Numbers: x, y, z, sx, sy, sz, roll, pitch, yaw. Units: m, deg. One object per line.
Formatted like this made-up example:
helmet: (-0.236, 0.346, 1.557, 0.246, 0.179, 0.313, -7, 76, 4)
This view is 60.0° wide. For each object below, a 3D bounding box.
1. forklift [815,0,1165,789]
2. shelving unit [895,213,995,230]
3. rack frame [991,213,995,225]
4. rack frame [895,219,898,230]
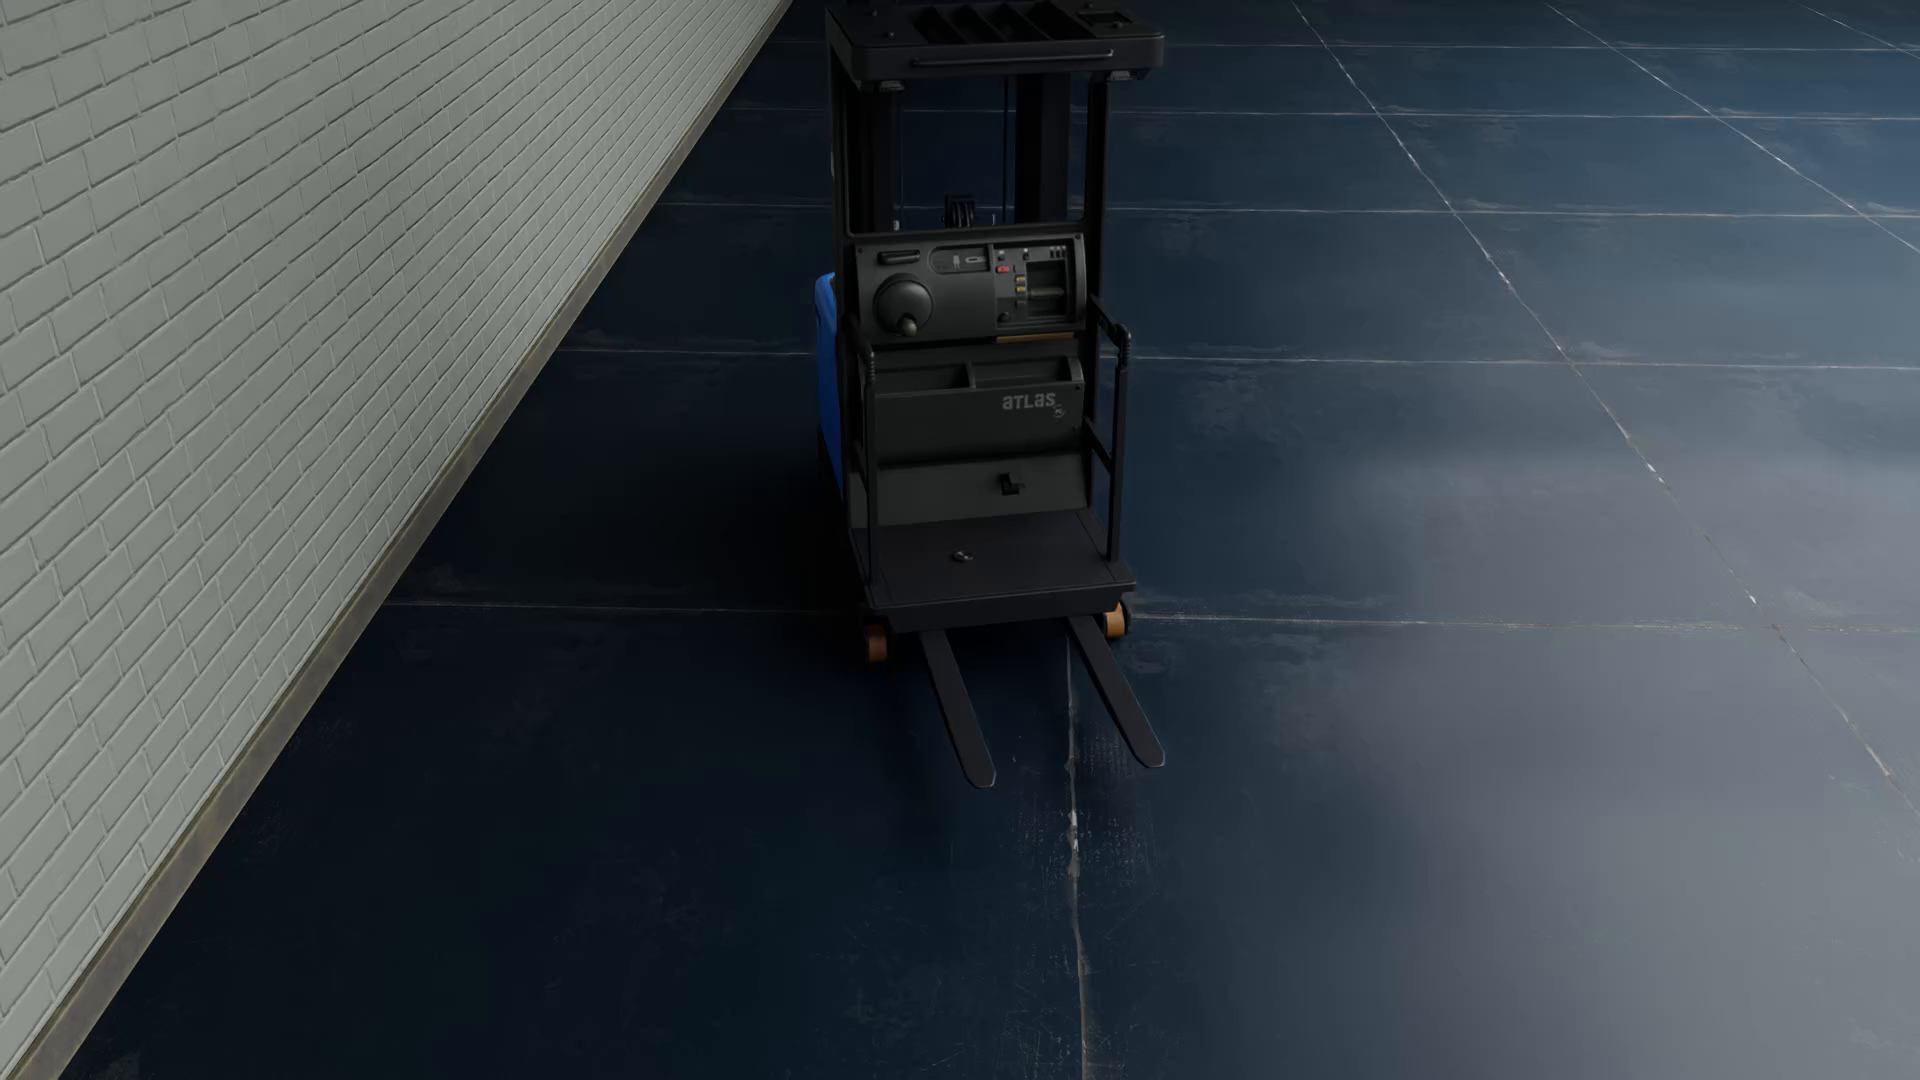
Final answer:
forklift: (0.091, -0.977, 6.464, 1.130, 2.935, 3.031, -5, 28, -10)
shelving unit: (-0.047, -1.006, 8.358, 0.503, 1.200, 0.258, -6, 27, -11)
rack frame: (0.192, -1.030, 8.404, 0.015, 1.200, 0.240, -6, 27, -11)
rack frame: (-0.285, -0.982, 8.313, 0.015, 1.200, 0.240, -6, 27, -11)
